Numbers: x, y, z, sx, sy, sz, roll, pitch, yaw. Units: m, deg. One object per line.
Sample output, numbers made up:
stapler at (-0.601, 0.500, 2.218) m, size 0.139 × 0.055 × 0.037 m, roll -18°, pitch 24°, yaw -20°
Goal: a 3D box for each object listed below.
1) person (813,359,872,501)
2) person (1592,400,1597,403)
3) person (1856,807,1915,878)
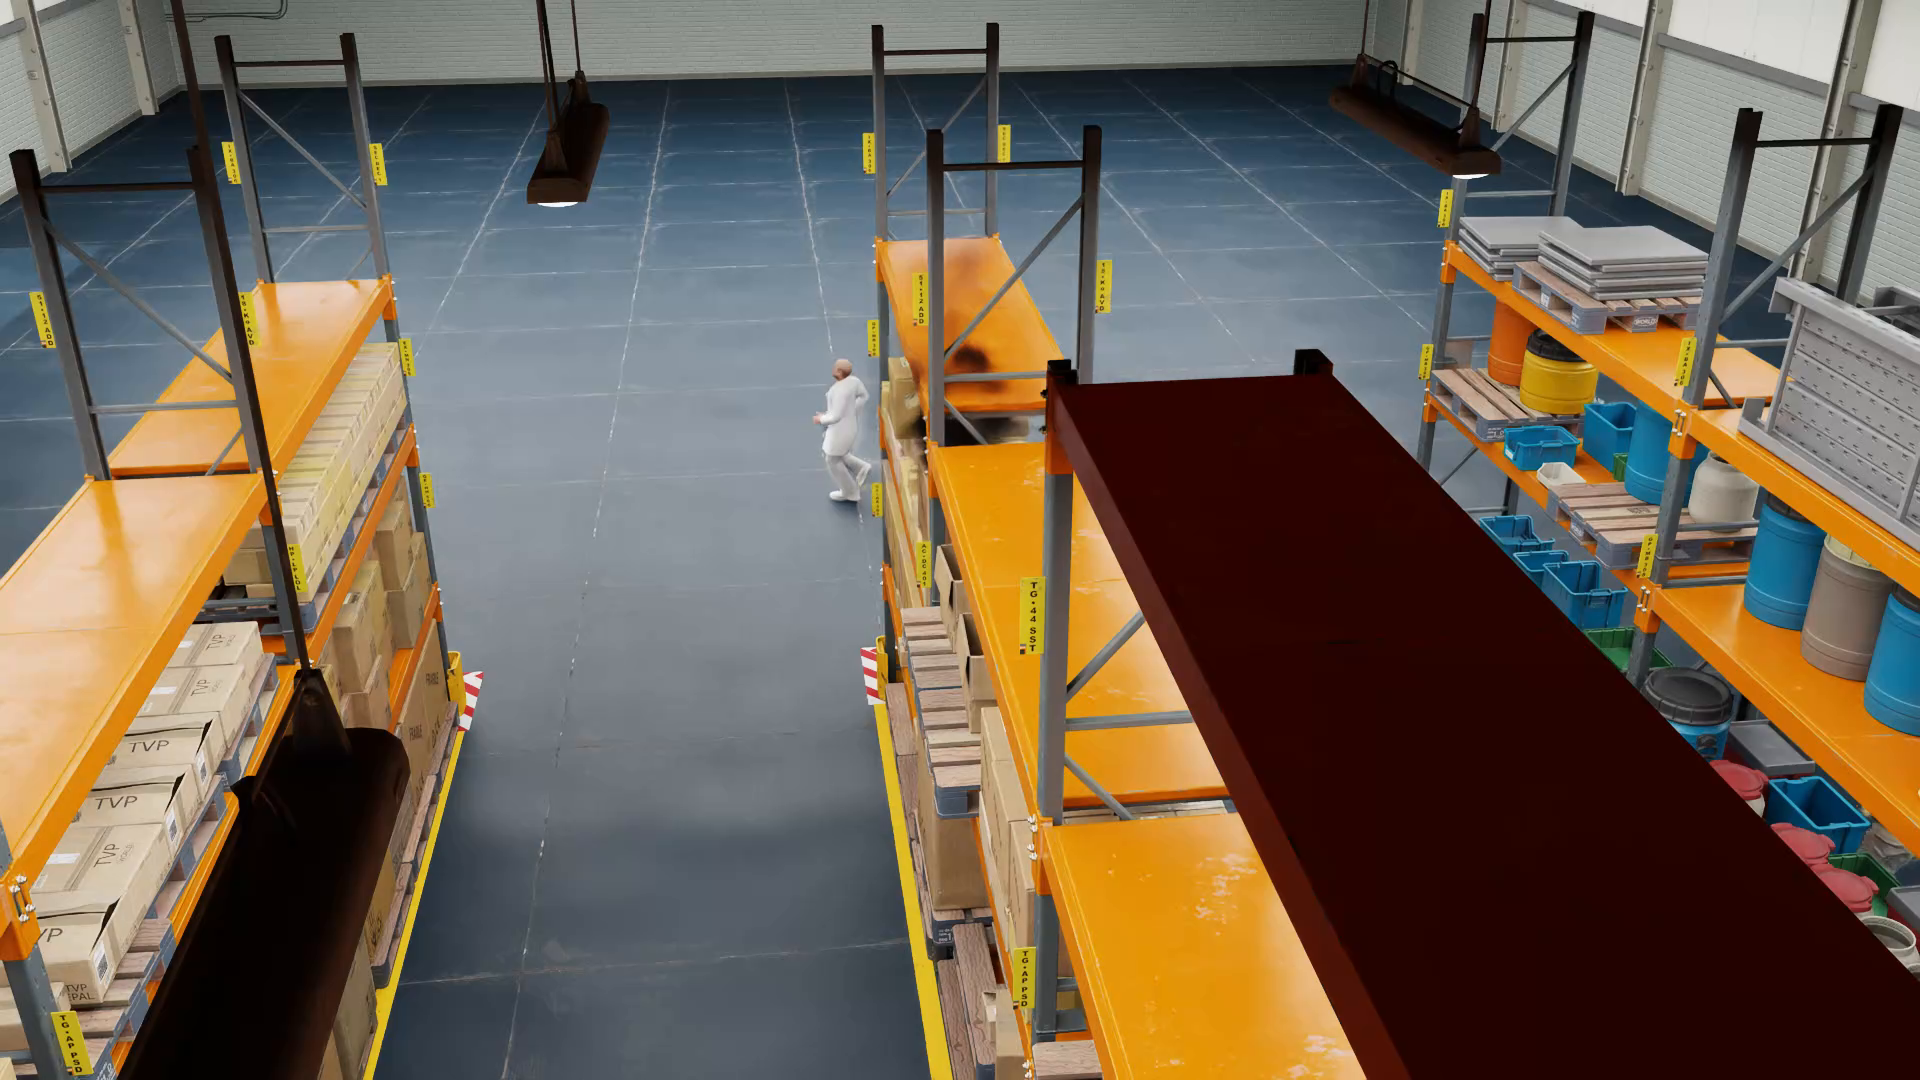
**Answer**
person at (-1.367, -1.270, 19.165) m, size 0.633 × 1.733 × 0.707 m, roll 7°, pitch 27°, yaw 15°
person at (7.862, -2.125, 21.129) m, size 0.602 × 1.601 × 0.548 m, roll 3°, pitch 26°, yaw 6°
person at (6.797, 2.126, 12.023) m, size 0.636 × 1.741 × 0.586 m, roll -2°, pitch 26°, yaw -4°
